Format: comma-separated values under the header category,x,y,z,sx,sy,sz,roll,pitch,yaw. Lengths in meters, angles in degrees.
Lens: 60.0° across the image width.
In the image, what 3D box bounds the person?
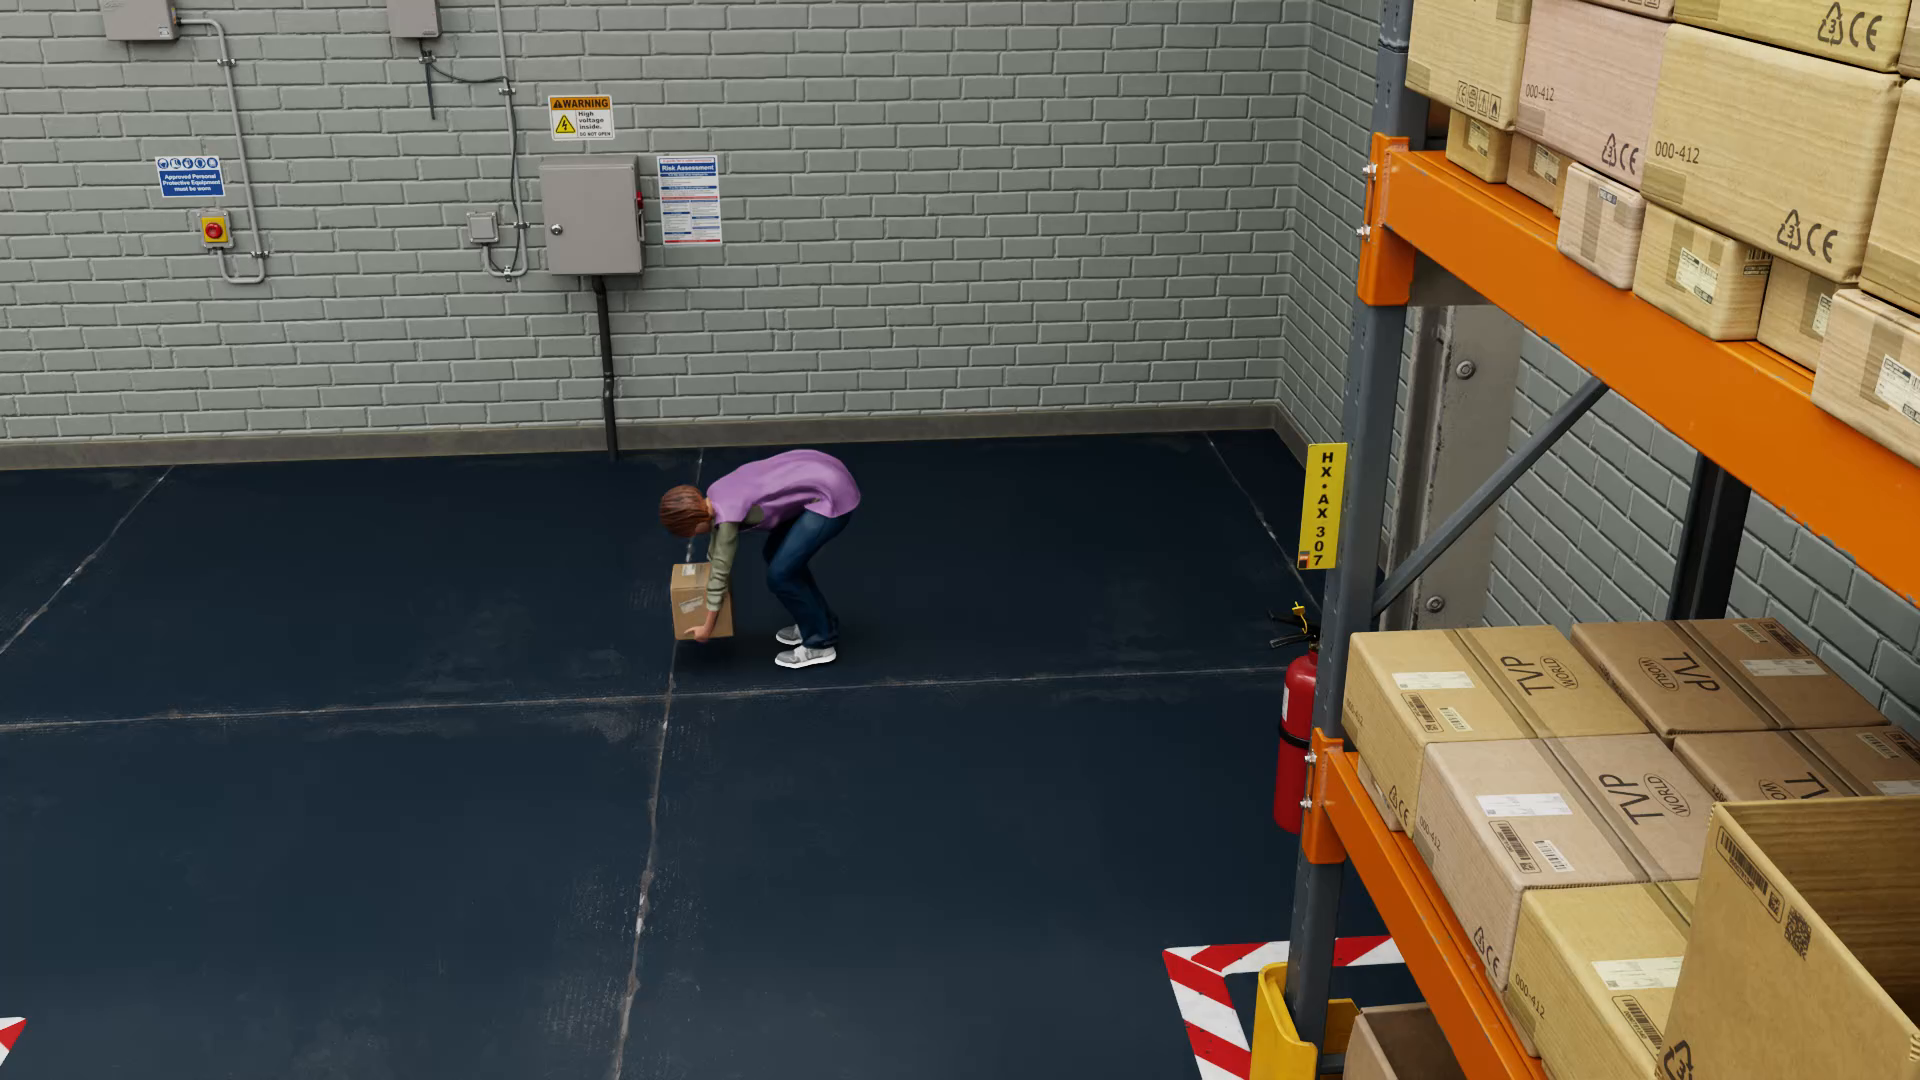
category,x,y,z,sx,sy,sz,roll,pitch,yaw
person,-0.857,0.080,7.232,0.866,0.948,0.411,-3,24,-7
